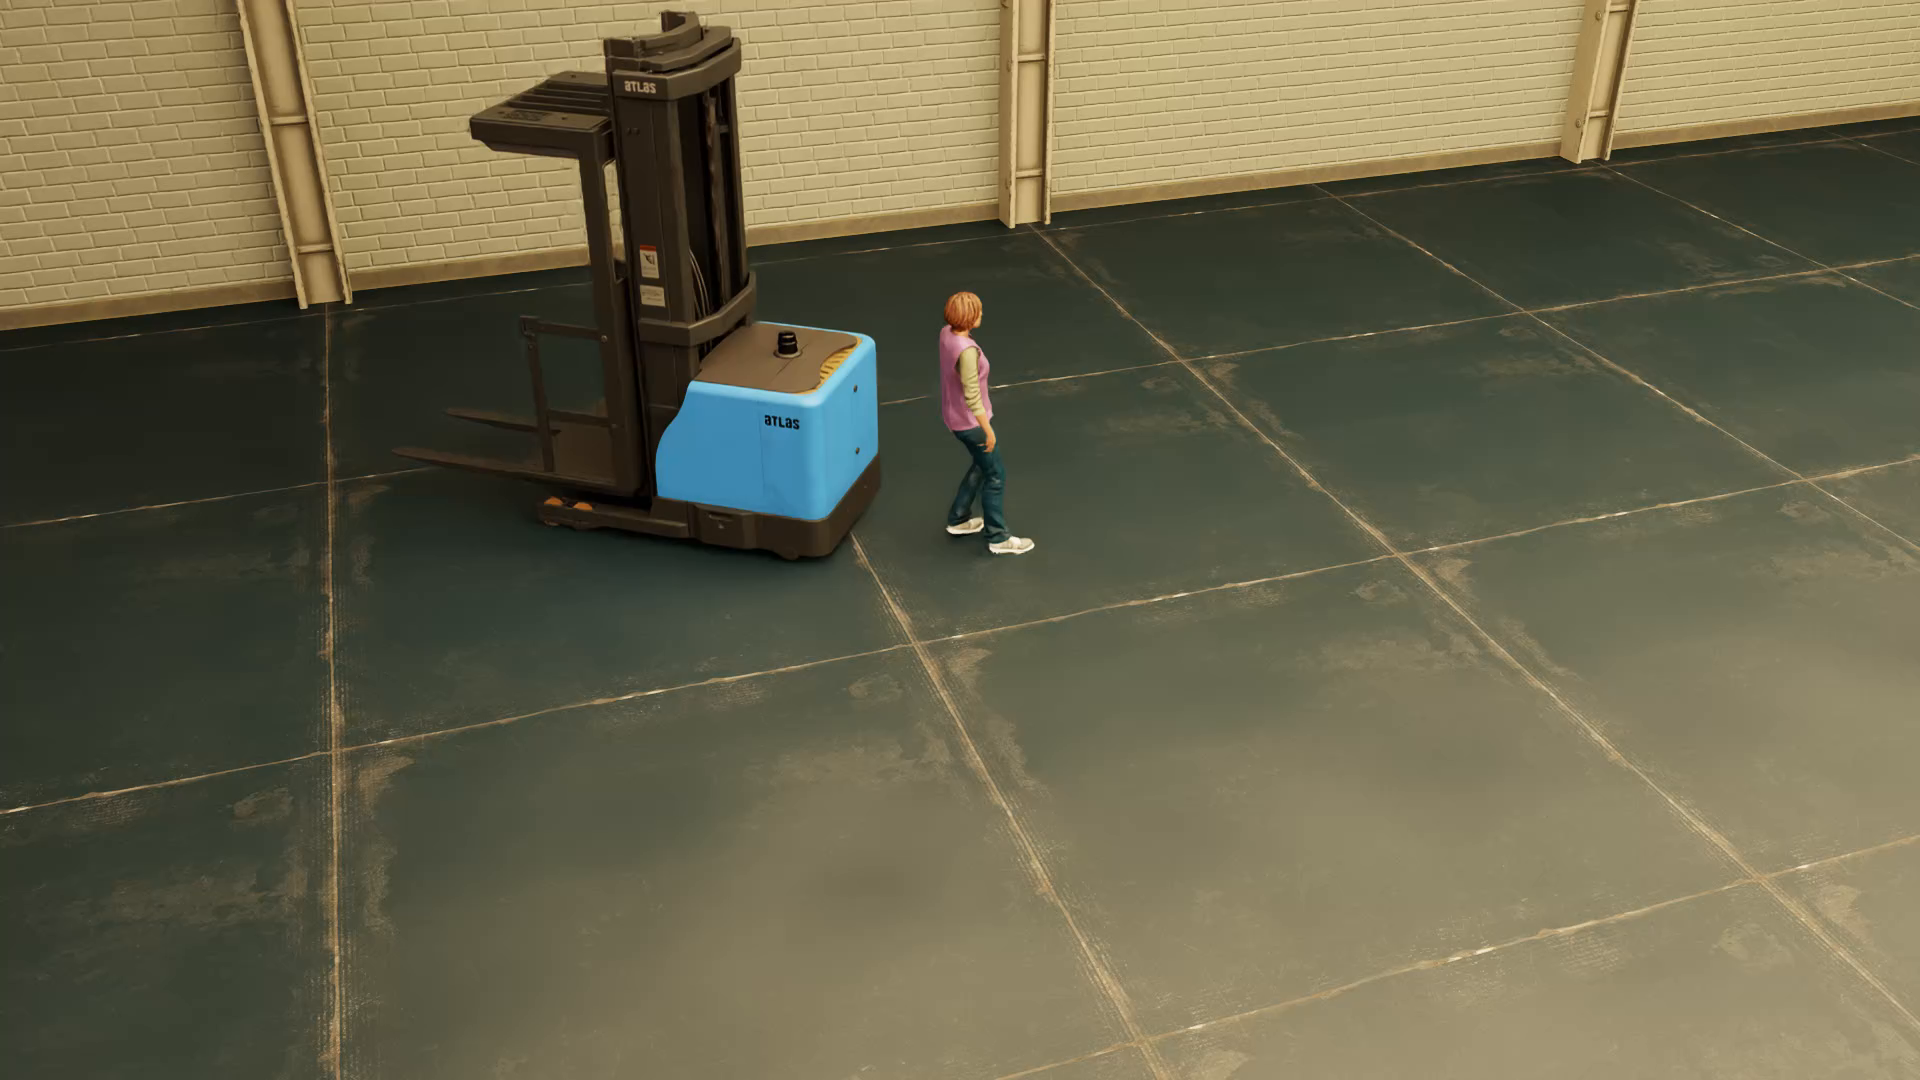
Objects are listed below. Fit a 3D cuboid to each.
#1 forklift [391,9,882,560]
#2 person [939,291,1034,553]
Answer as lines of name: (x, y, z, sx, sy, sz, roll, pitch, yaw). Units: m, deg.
forklift: (-2.070, -1.570, 9.816, 3.031, 2.935, 1.130, 9, 31, 15)
person: (0.145, -0.712, 9.710, 0.500, 1.575, 0.568, -7, 31, -11)
